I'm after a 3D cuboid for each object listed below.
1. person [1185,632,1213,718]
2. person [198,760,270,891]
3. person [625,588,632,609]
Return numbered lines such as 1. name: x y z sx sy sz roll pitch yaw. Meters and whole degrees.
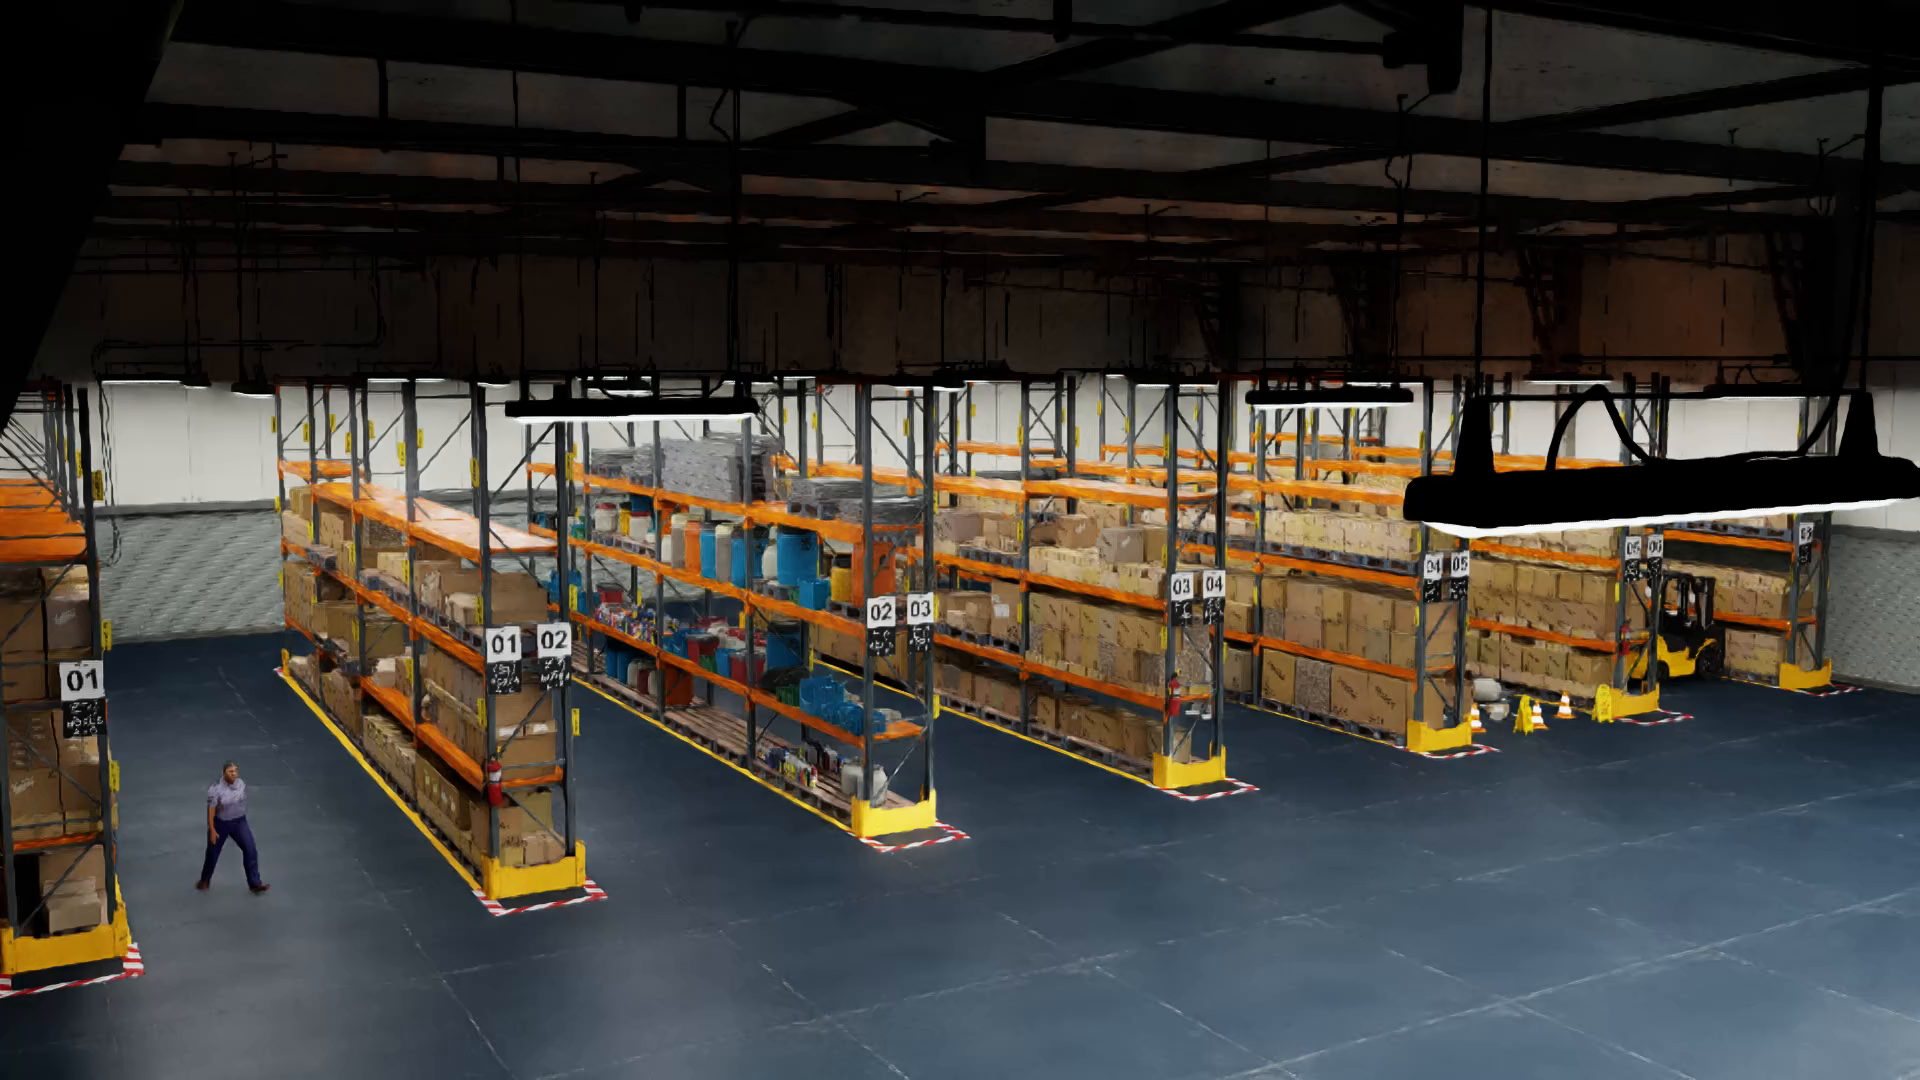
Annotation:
1. person: 4.257 2.282 29.342 0.544 1.671 0.521 0 6 -2
2. person: -8.688 3.384 19.745 0.942 1.590 0.518 5 8 37
3. person: -6.803 1.774 34.481 0.455 1.580 0.600 -4 8 -35
